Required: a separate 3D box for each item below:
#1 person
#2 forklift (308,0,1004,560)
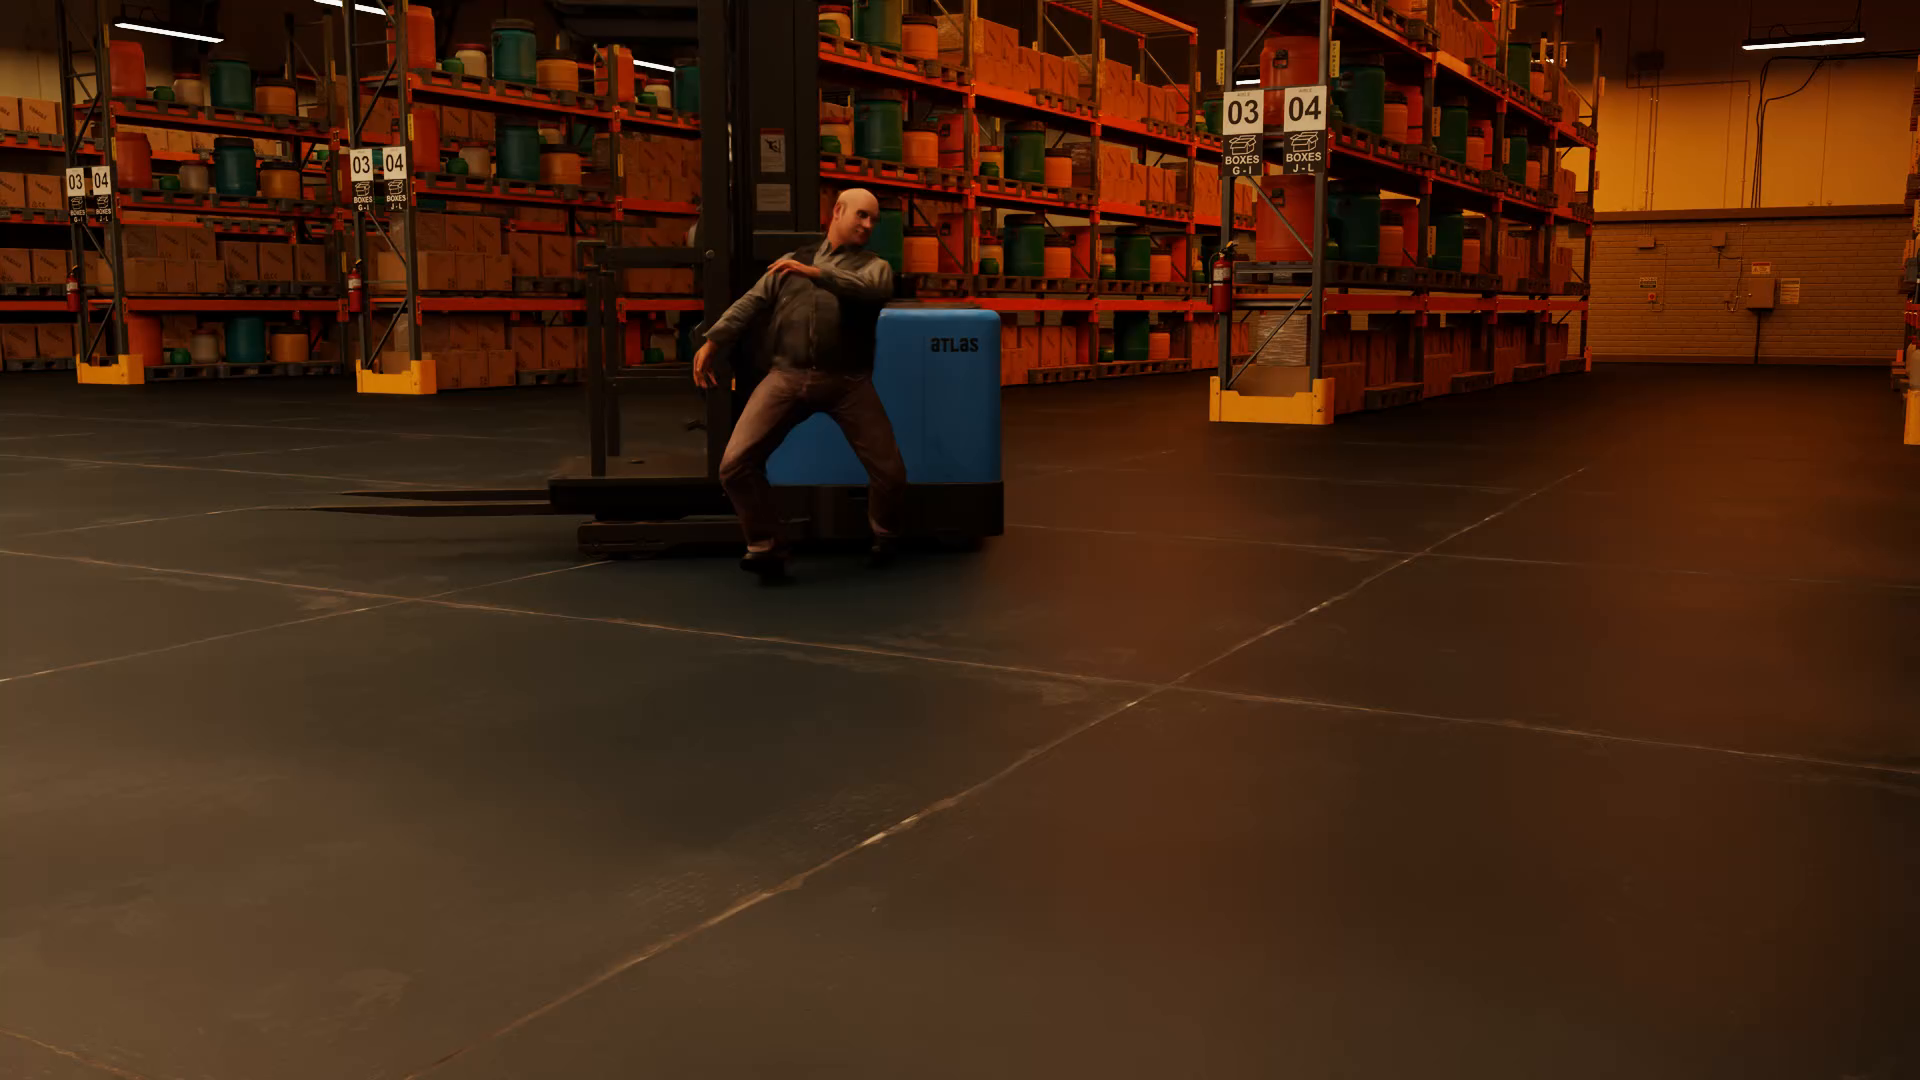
[{"bbox_3d":[-0.640,-0.626,6.642,0.849,1.557,0.833,0,8,0],"label":"person"},{"bbox_3d":[-1.363,-1.442,7.539,3.031,2.935,1.130,-1,8,-8],"label":"forklift"}]
